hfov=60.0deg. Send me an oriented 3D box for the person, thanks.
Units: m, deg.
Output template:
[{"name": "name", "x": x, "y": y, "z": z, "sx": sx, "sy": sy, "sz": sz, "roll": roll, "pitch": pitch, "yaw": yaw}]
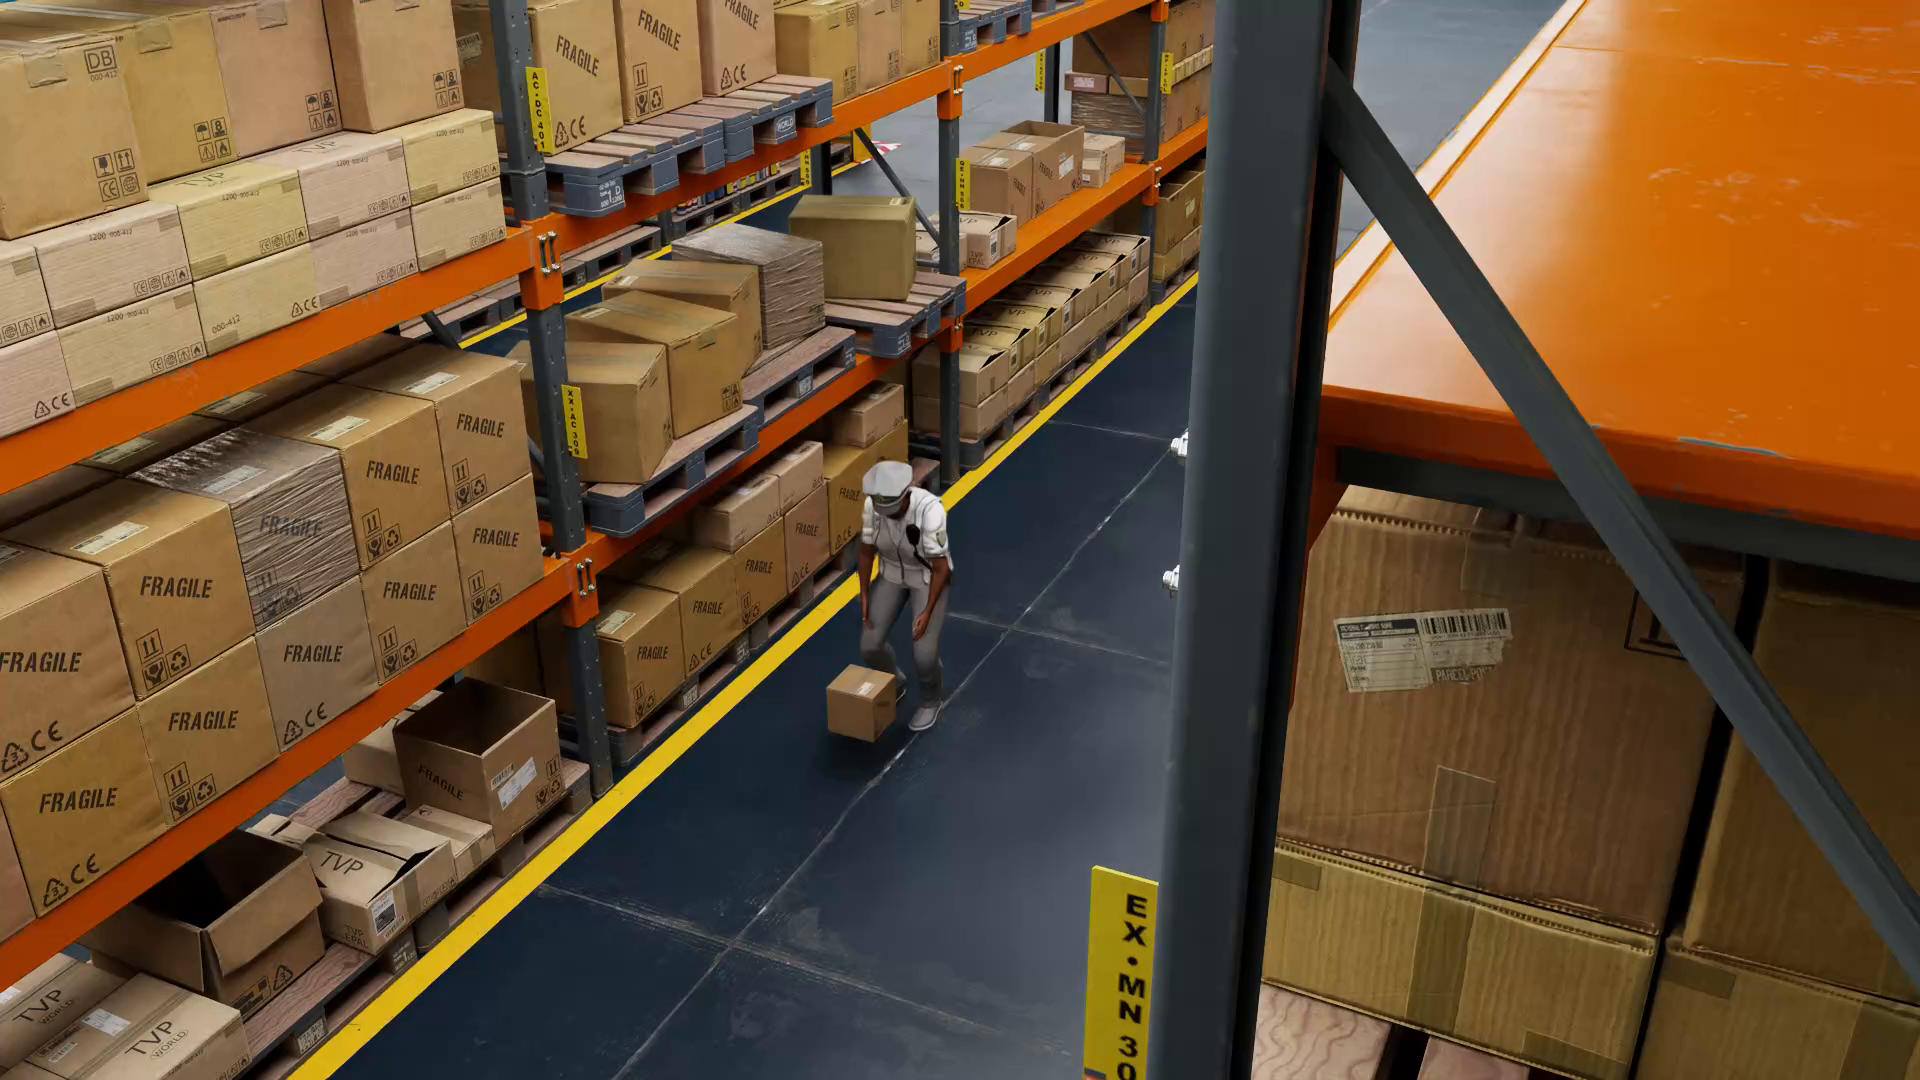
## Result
[{"name": "person", "x": -0.262, "y": 0.256, "z": 8.309, "sx": 0.490, "sy": 1.487, "sz": 0.628, "roll": 12, "pitch": 29, "yaw": 23}]
